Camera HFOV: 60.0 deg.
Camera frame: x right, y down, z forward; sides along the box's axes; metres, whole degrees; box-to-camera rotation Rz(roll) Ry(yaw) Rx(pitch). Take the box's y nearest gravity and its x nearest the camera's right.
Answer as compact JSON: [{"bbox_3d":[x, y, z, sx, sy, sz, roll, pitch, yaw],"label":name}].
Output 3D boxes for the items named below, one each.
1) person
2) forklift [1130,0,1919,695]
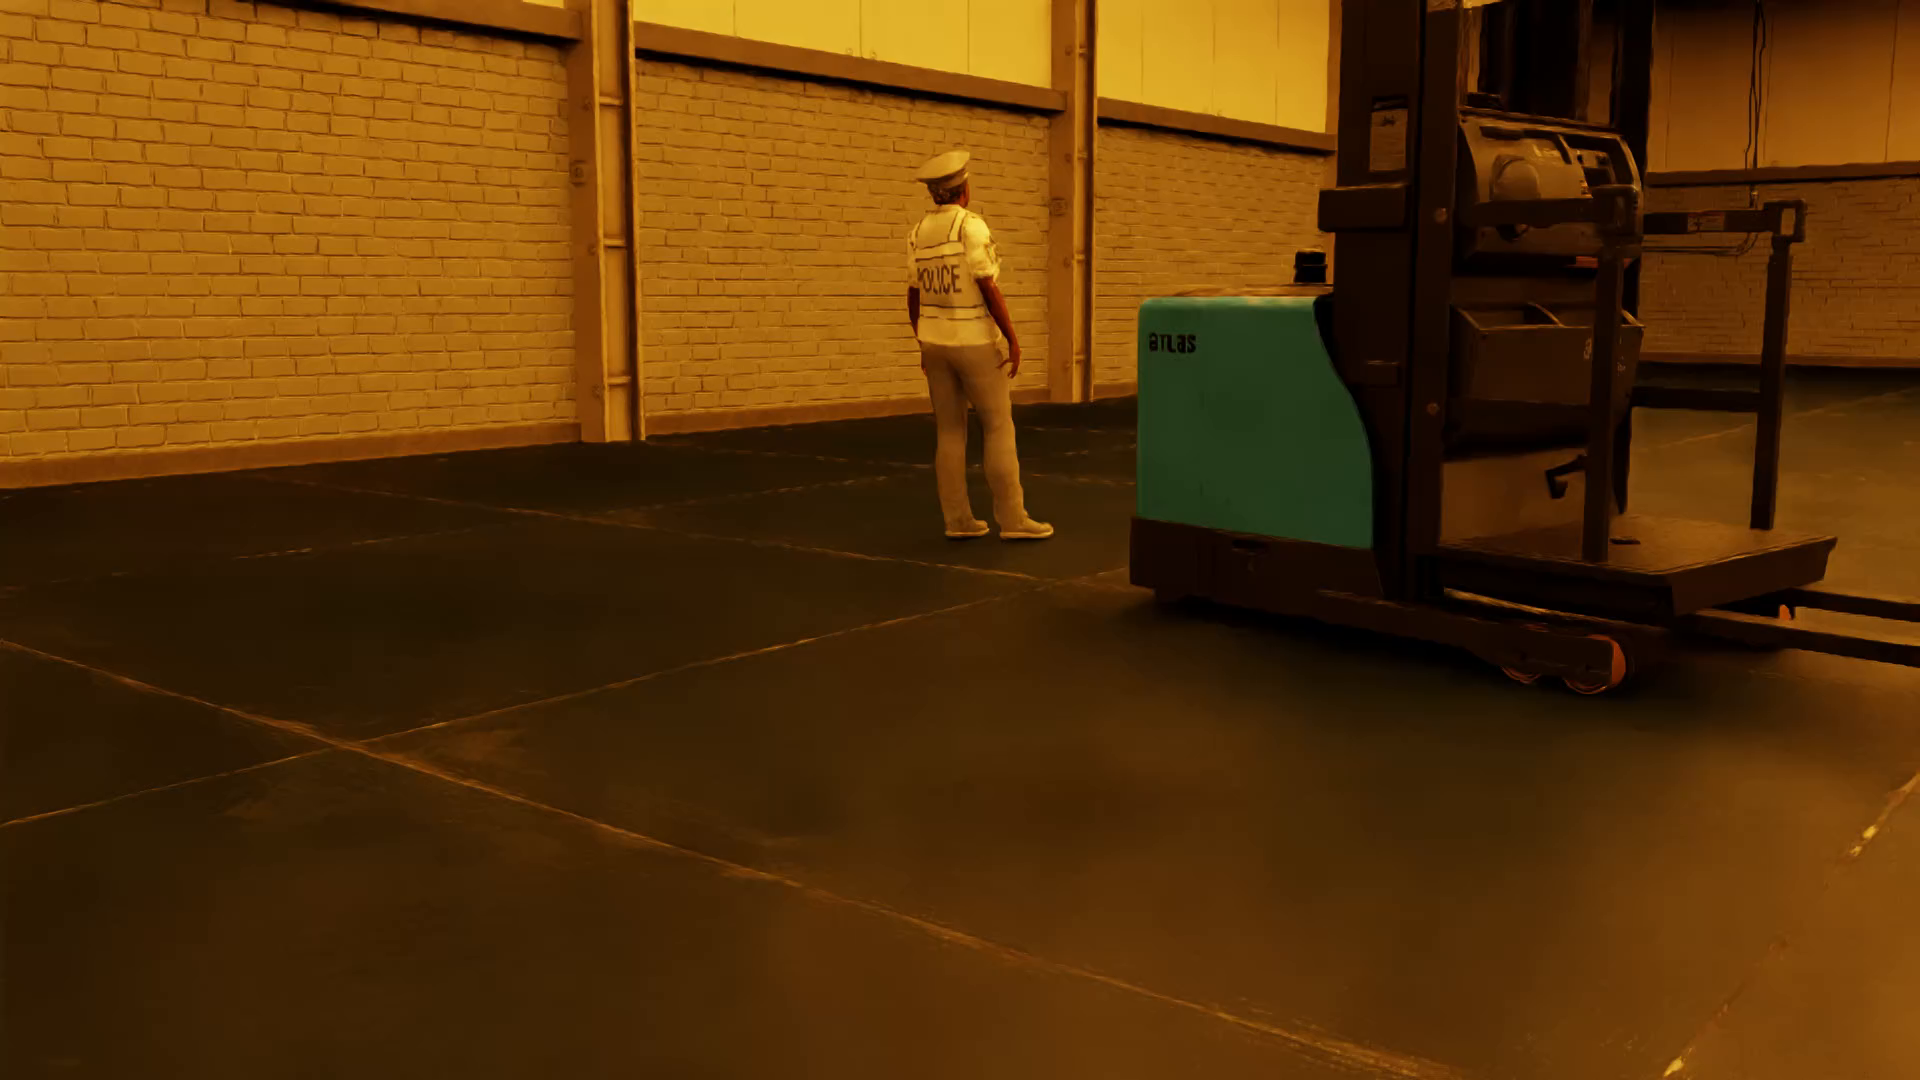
[{"bbox_3d":[0.062,-0.853,7.327,0.570,1.695,0.529,7,11,38],"label":"person"},{"bbox_3d":[1.932,-1.111,4.873,1.130,2.935,3.031,-7,11,-39],"label":"forklift"}]
